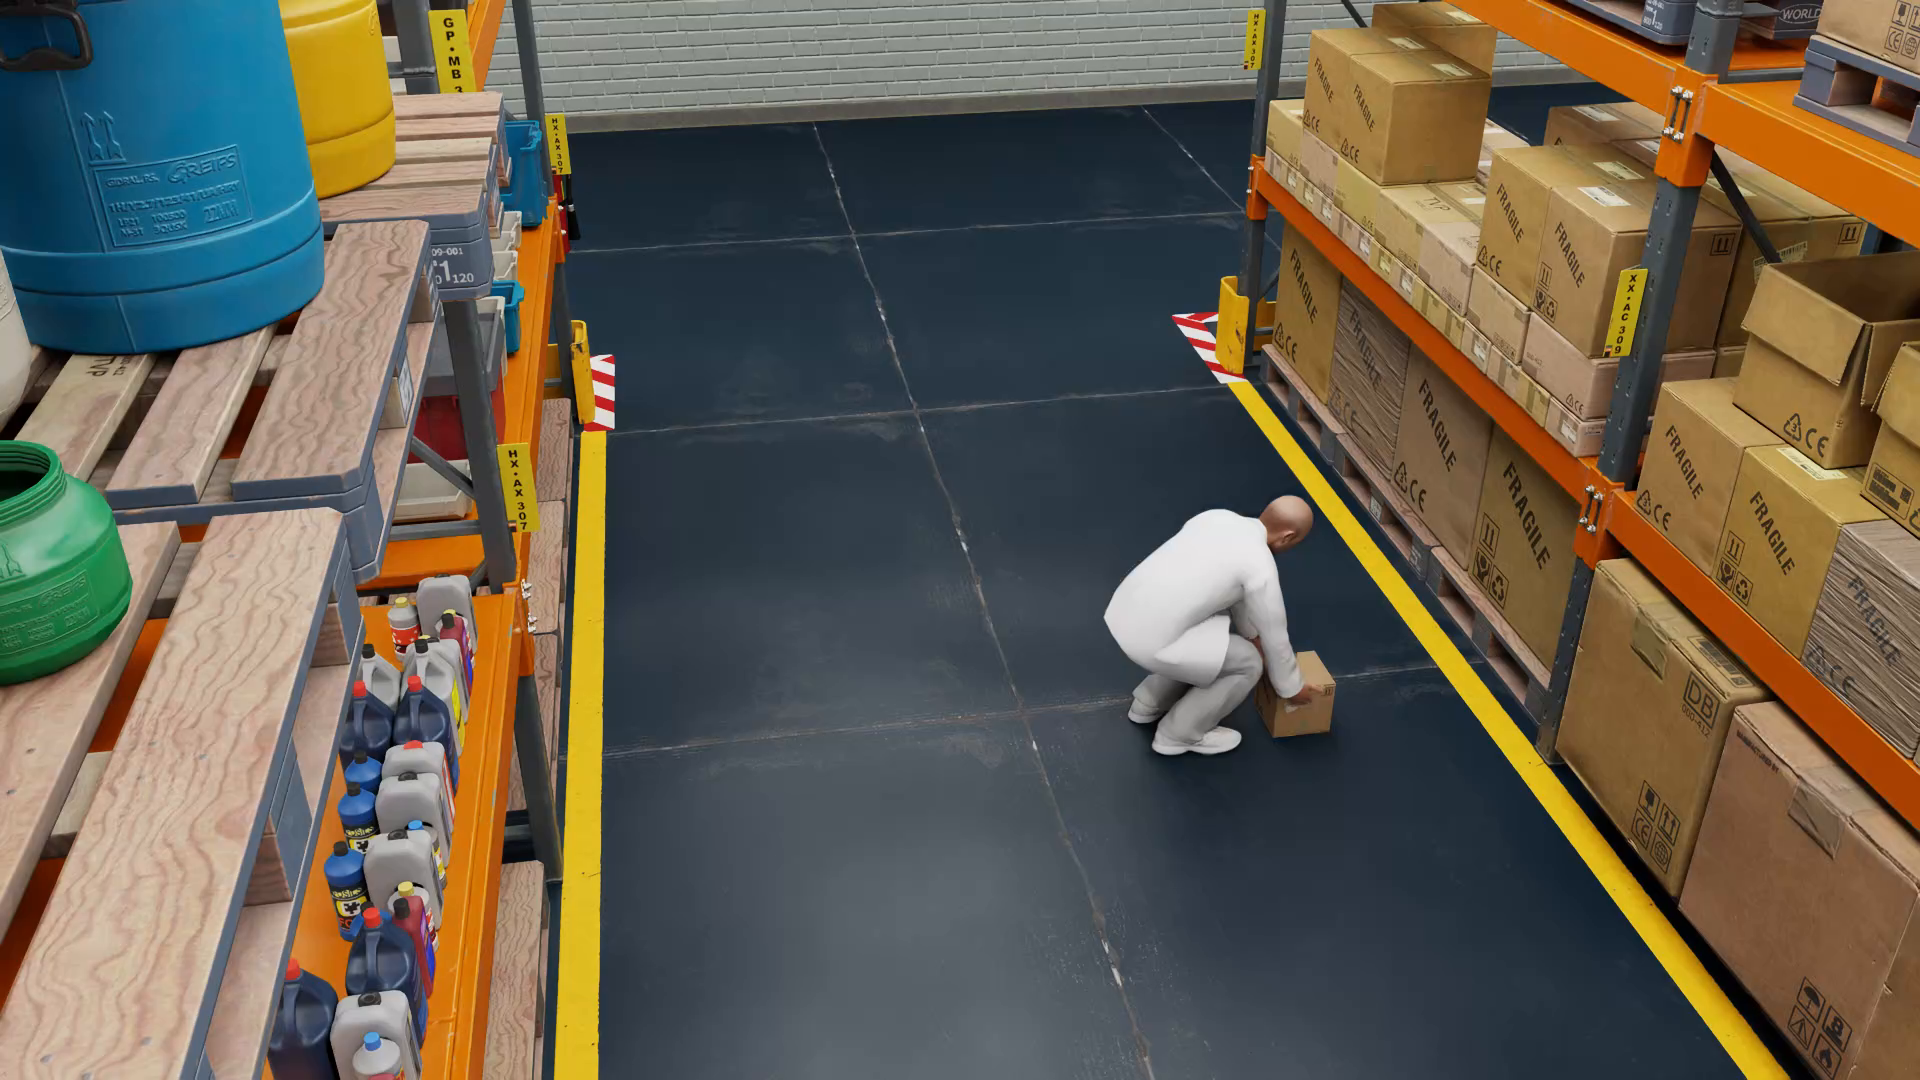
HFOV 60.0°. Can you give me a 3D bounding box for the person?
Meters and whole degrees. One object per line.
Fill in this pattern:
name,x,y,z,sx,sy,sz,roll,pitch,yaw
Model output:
person,1.021,0.372,6.817,0.885,0.964,0.601,-5,31,-9
